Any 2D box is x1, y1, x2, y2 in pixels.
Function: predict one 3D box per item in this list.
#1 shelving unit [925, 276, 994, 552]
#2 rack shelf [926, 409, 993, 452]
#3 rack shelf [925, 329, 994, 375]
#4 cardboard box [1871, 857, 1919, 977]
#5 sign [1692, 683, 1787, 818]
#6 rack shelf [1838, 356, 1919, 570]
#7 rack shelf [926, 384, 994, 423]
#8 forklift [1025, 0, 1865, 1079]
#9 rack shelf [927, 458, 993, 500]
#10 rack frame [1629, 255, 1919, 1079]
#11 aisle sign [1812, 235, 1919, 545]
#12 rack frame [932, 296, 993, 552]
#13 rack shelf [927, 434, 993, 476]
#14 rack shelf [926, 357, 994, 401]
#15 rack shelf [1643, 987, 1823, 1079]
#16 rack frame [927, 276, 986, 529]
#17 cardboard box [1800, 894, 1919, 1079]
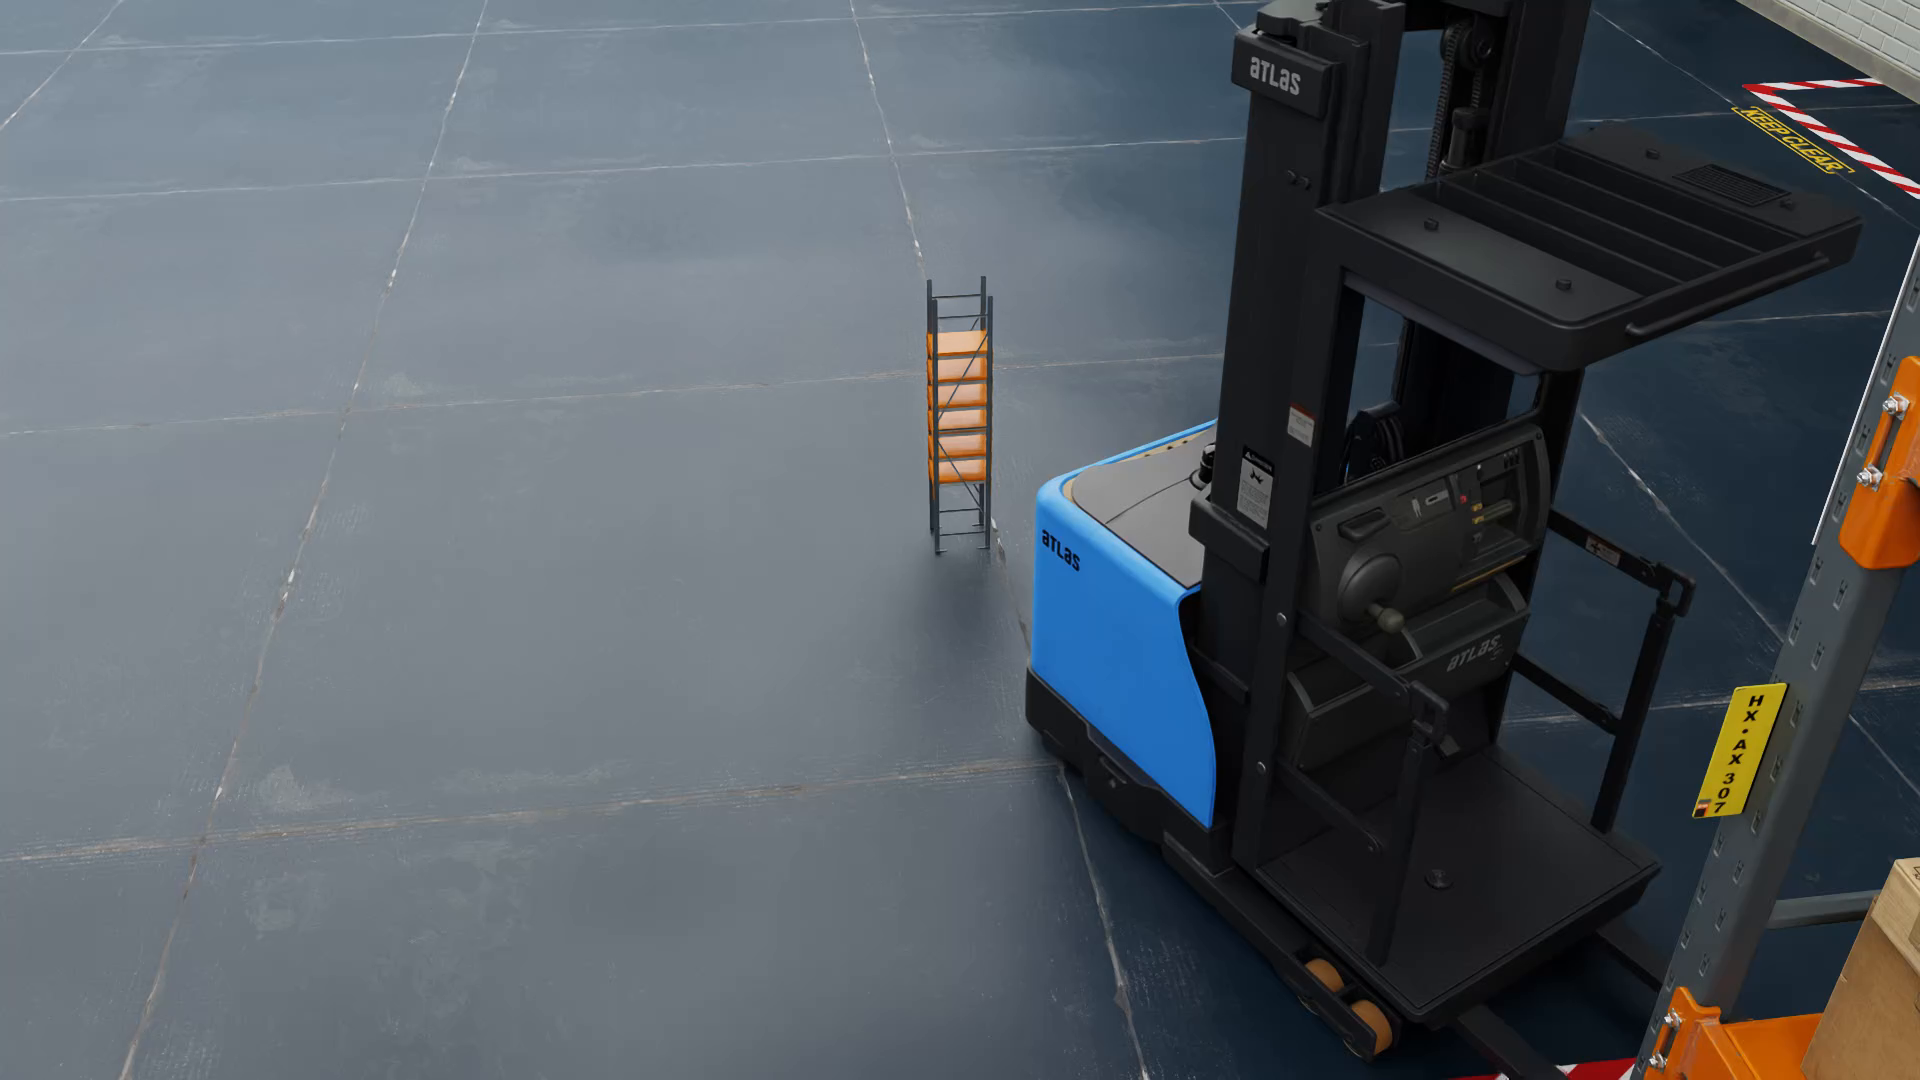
[{"bbox_3d":[-0.002,-0.504,6.924,0.258,1.200,0.189,-4,35,-6],"label":"shelving unit"},{"bbox_3d":[-0.002,-0.467,6.949,0.258,0.103,0.180,-4,35,-6],"label":"rack shelf"},{"bbox_3d":[-0.002,-0.765,6.746,0.258,0.103,0.180,-4,35,-6],"label":"rack shelf"},{"bbox_3d":[1.867,0.681,2.922,0.380,0.149,0.250,-5,35,-7],"label":"cardboard box"},{"bbox_3d":[1.477,0.403,3.156,0.100,0.325,0.005,-4,35,-6],"label":"sign"},{"bbox_3d":[2.297,0.929,1.199,1.077,0.370,4.000,-4,35,-6],"label":"rack shelf"},{"bbox_3d":[-0.002,-0.566,6.881,0.258,0.103,0.180,-4,35,-6],"label":"rack shelf"},{"bbox_3d":[1.472,0.028,4.606,1.130,2.935,3.031,-20,39,-27],"label":"forklift"},{"bbox_3d":[-0.002,-0.269,7.084,0.258,0.103,0.180,-4,35,-6],"label":"rack shelf"},{"bbox_3d":[2.031,0.755,3.479,0.949,2.616,0.053,-4,35,-6],"label":"rack frame"},{"bbox_3d":[1.715,-0.333,2.766,0.394,0.787,0.004,-4,35,-6],"label":"aisle sign"},{"bbox_3d":[0.010,-0.453,6.849,0.240,1.200,0.006,-4,35,-6],"label":"rack frame"},{"bbox_3d":[-0.002,-0.368,7.017,0.258,0.103,0.180,-4,35,-6],"label":"rack shelf"},{"bbox_3d":[-0.002,-0.665,6.814,0.258,0.103,0.180,-4,35,-6],"label":"rack shelf"},{"bbox_3d":[2.297,2.168,2.043,1.077,0.370,4.000,-4,35,-6],"label":"rack shelf"},{"bbox_3d":[-0.014,-0.555,6.999,0.240,1.200,0.006,-4,35,-6],"label":"rack frame"},{"bbox_3d":[2.078,0.975,3.067,0.700,0.500,0.500,-4,35,-6],"label":"cardboard box"}]
